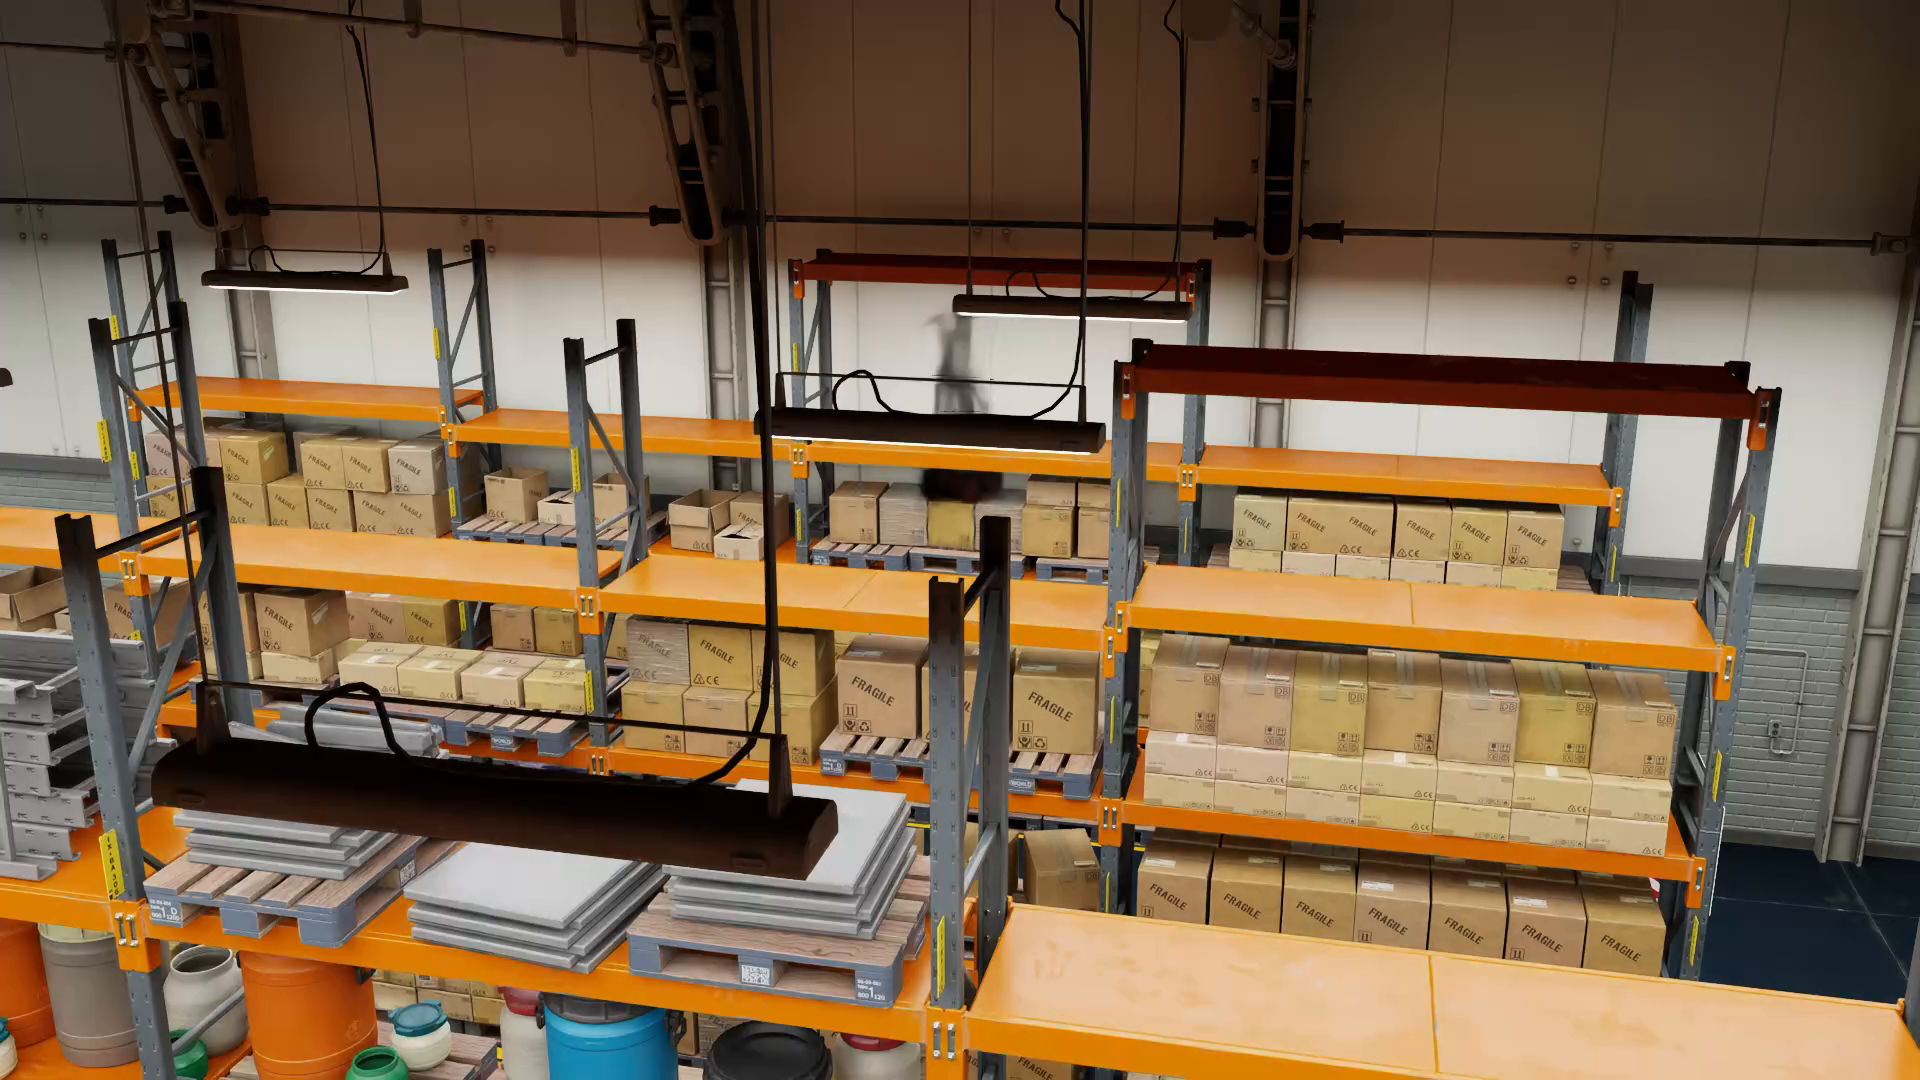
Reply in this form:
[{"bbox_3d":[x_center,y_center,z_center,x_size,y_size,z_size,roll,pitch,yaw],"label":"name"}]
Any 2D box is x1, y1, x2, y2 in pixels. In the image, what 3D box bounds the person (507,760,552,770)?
[{"bbox_3d":[-4.406,2.544,17.091,0.863,1.452,0.637,-3,17,-10],"label":"person"}]
